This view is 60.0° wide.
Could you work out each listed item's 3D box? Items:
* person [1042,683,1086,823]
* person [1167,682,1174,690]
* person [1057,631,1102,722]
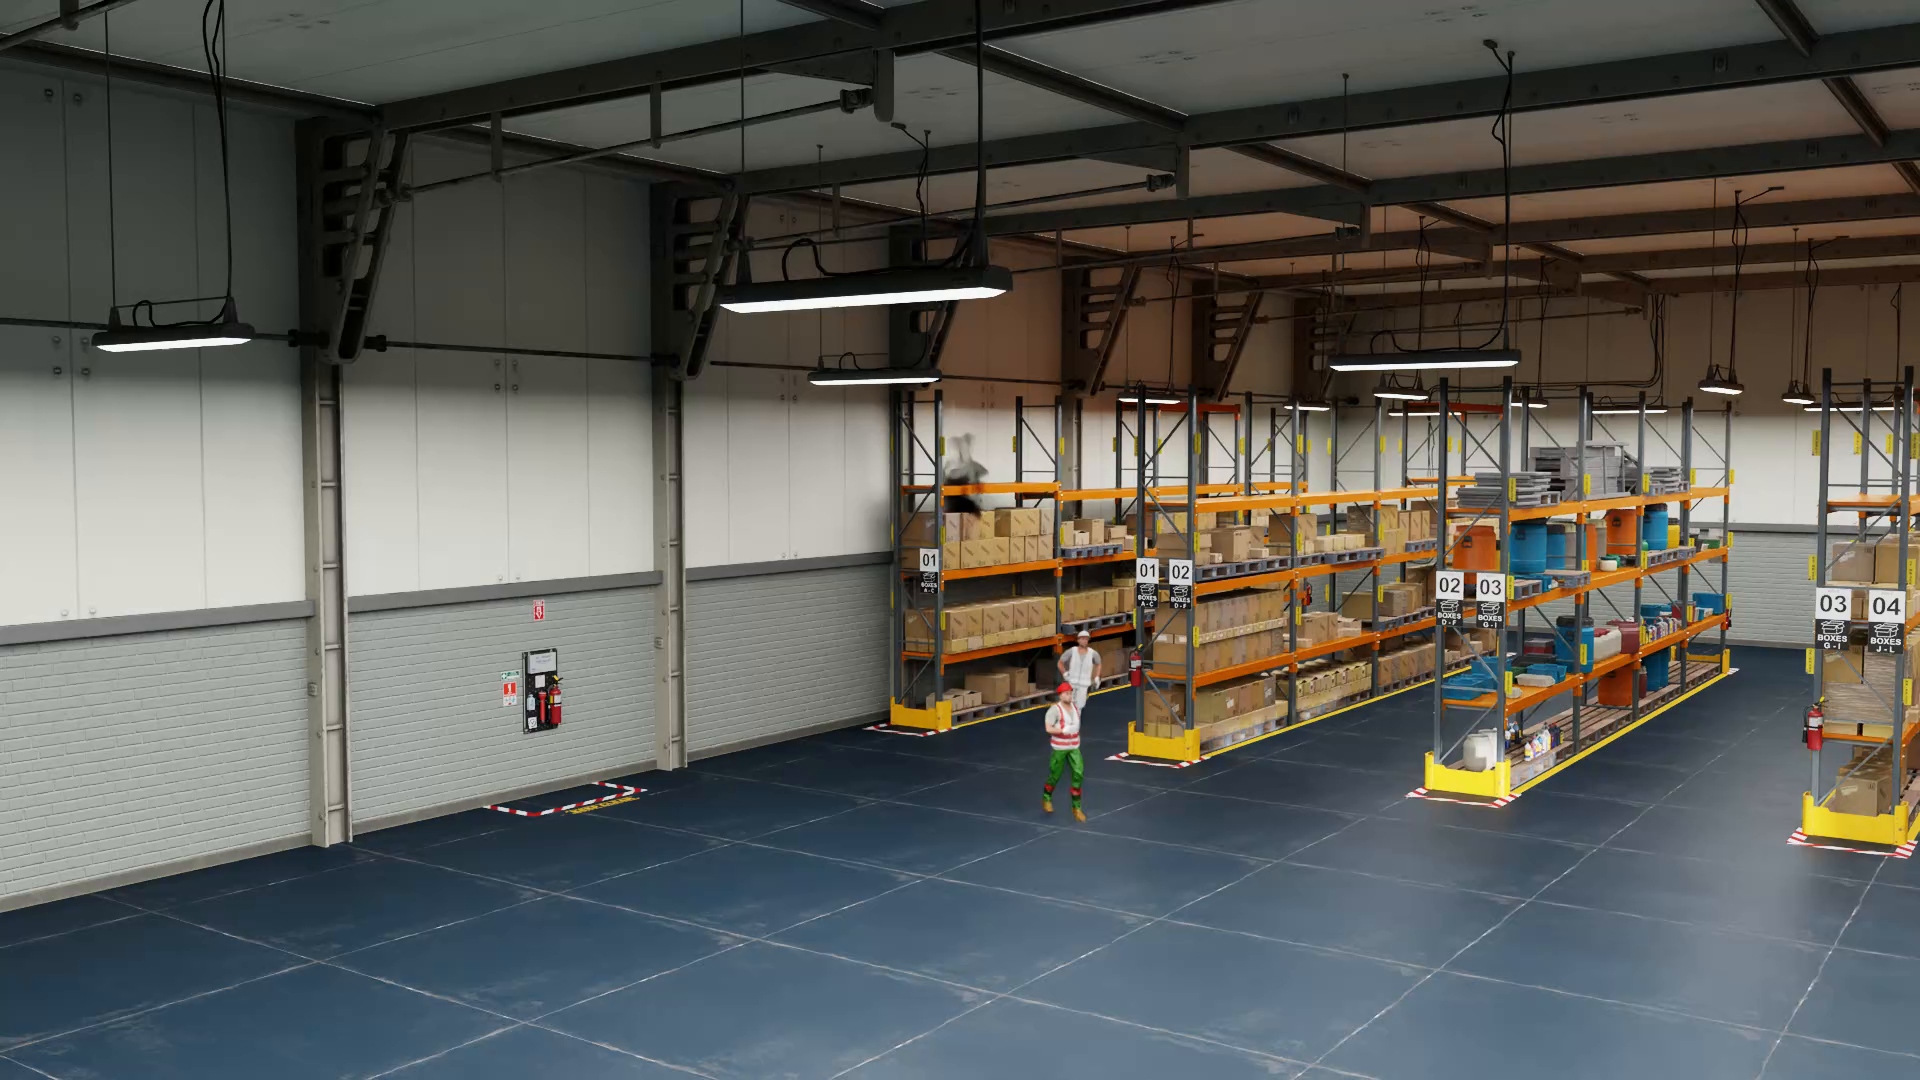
[{"bbox_3d":[1.384,2.834,22.388,0.661,1.844,0.836,-2,4,-29],"label":"person"},{"bbox_3d":[4.262,2.363,32.276,0.601,1.695,0.796,2,4,32],"label":"person"},{"bbox_3d":[1.919,2.340,26.632,0.718,1.763,0.863,0,3,2],"label":"person"}]
